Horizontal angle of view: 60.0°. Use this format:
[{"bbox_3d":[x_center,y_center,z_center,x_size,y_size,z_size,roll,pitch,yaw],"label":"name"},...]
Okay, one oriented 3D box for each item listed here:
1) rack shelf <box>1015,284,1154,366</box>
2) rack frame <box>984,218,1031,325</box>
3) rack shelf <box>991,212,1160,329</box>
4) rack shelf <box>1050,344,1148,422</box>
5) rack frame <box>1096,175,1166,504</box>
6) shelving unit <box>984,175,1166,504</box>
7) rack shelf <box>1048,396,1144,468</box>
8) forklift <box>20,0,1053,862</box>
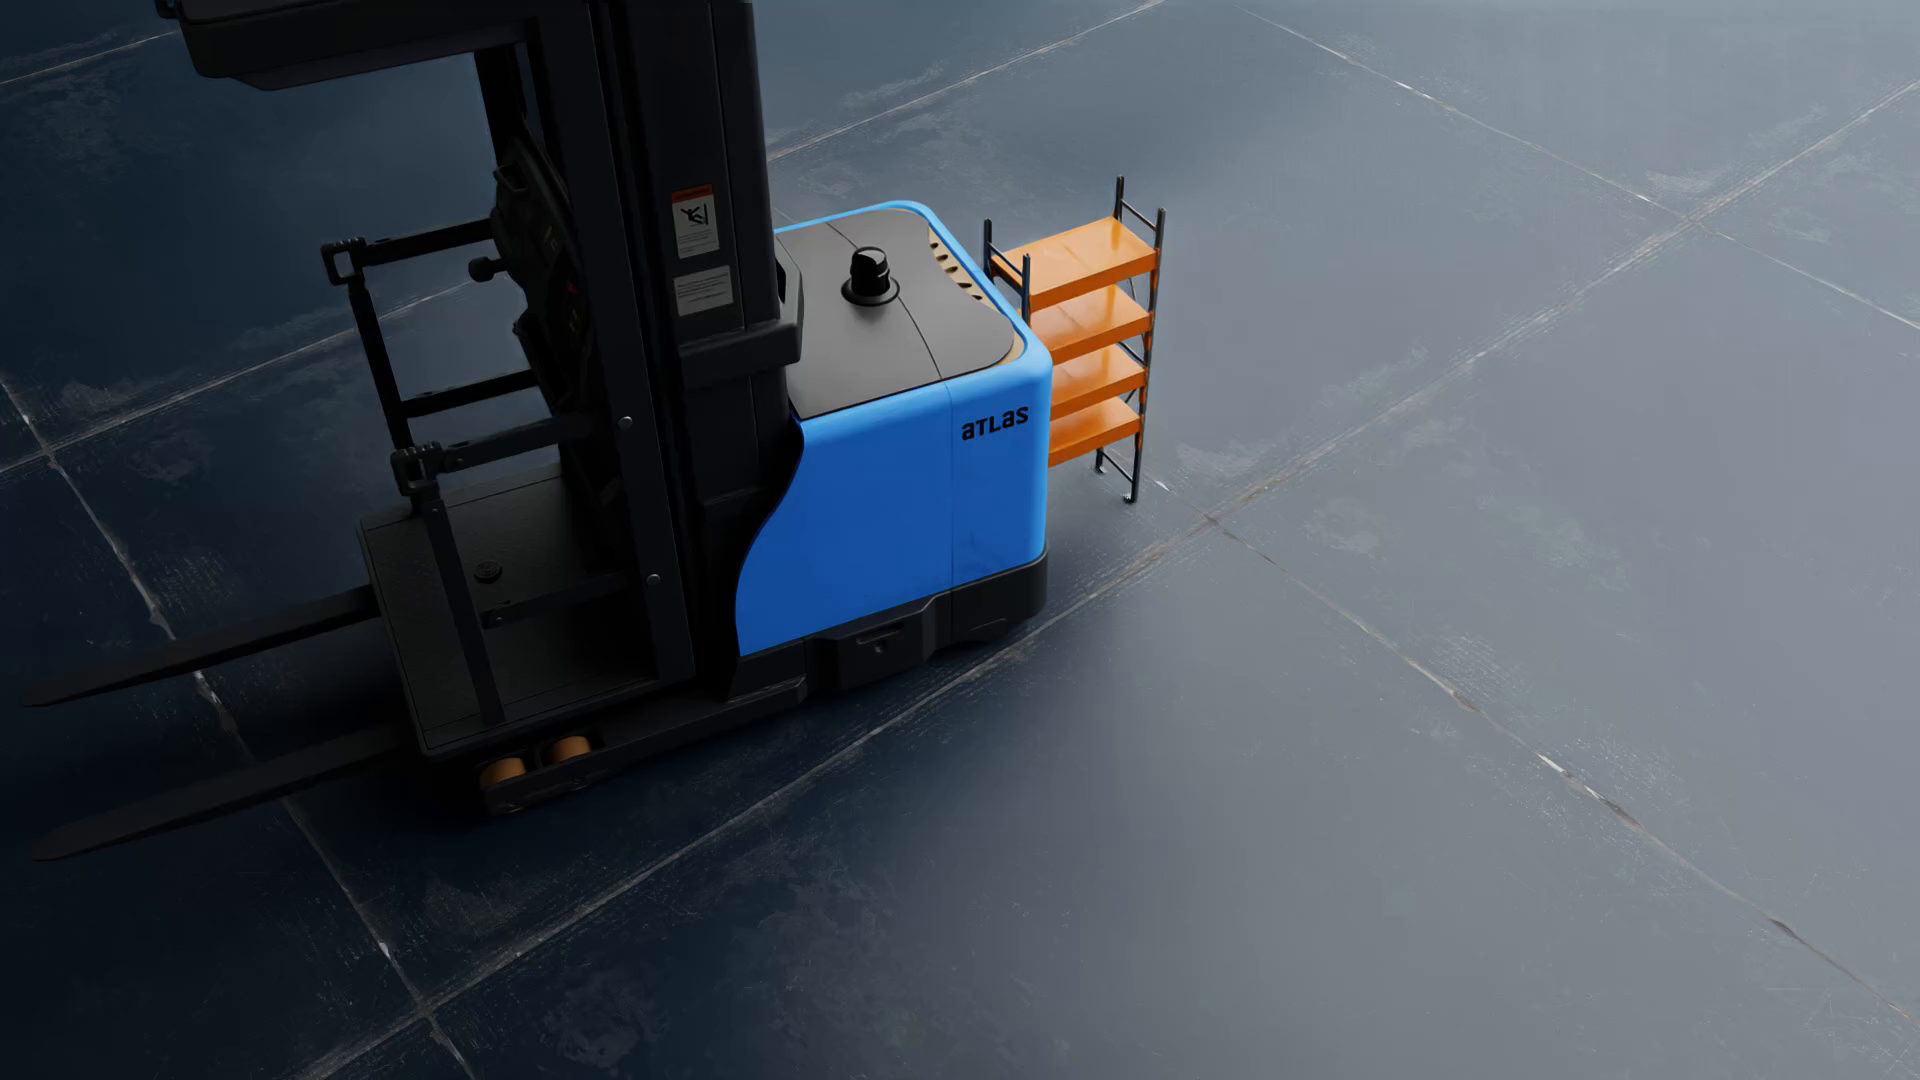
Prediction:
[{"bbox_3d":[0.350,-0.665,5.353,0.480,0.148,0.258,-22,48,-22],"label":"rack shelf"},{"bbox_3d":[0.141,-0.465,5.369,0.015,1.200,0.240,-22,48,-22],"label":"rack frame"},{"bbox_3d":[0.350,-0.837,5.191,0.480,0.148,0.258,-22,48,-22],"label":"rack shelf"},{"bbox_3d":[0.350,-0.502,5.506,0.480,0.148,0.258,-22,48,-22],"label":"rack shelf"},{"bbox_3d":[0.560,-0.636,5.551,0.015,1.200,0.240,-22,48,-22],"label":"rack frame"},{"bbox_3d":[0.350,-0.551,5.460,0.503,1.200,0.258,-22,48,-22],"label":"shelving unit"},{"bbox_3d":[0.350,-0.357,5.642,0.480,0.148,0.258,-22,48,-22],"label":"rack shelf"},{"bbox_3d":[-1.278,-0.681,4.334,3.031,2.935,1.130,-18,46,-18],"label":"forklift"}]
